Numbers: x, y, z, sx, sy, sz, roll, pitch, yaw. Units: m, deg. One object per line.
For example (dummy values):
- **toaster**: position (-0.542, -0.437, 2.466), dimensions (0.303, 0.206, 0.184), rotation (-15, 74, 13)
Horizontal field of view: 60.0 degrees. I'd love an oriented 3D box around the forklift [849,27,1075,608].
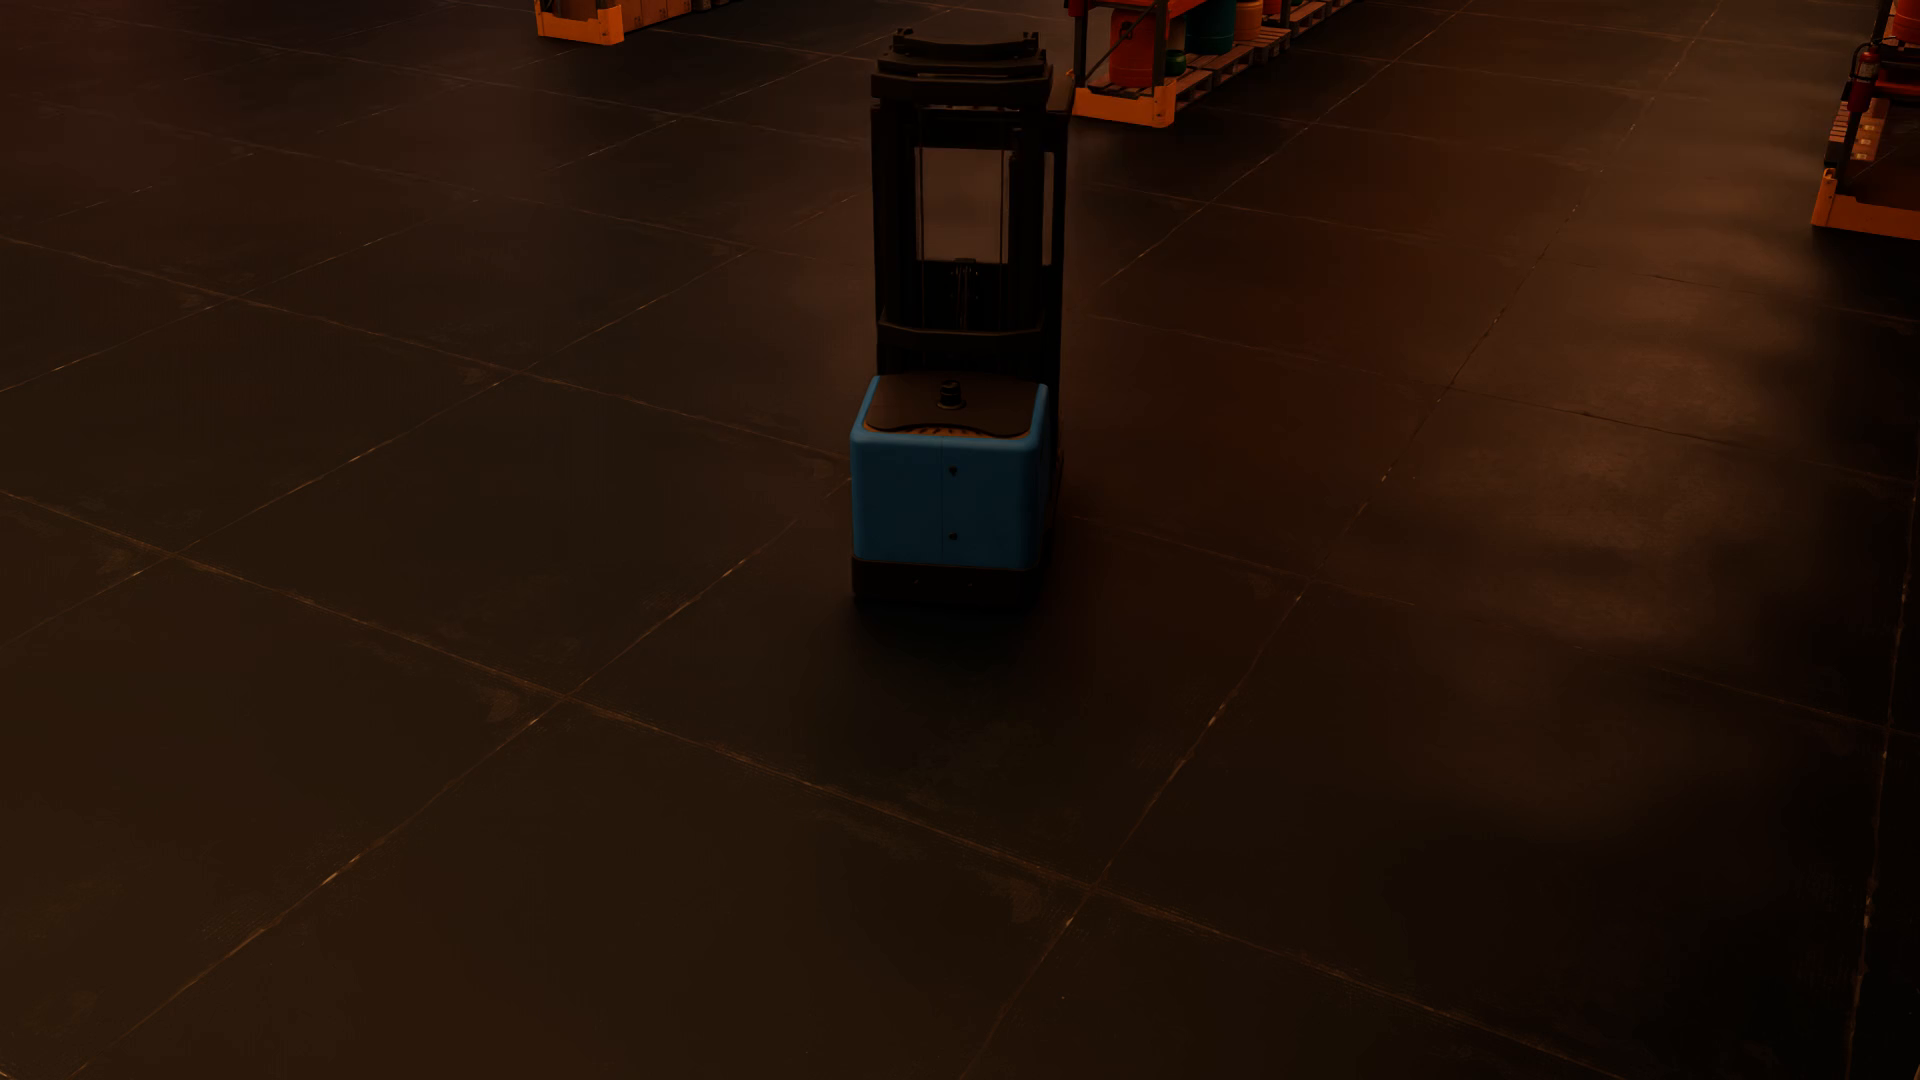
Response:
- **forklift**: position (0.081, -1.609, 9.858), dimensions (1.130, 2.935, 3.031), rotation (3, 30, 6)
